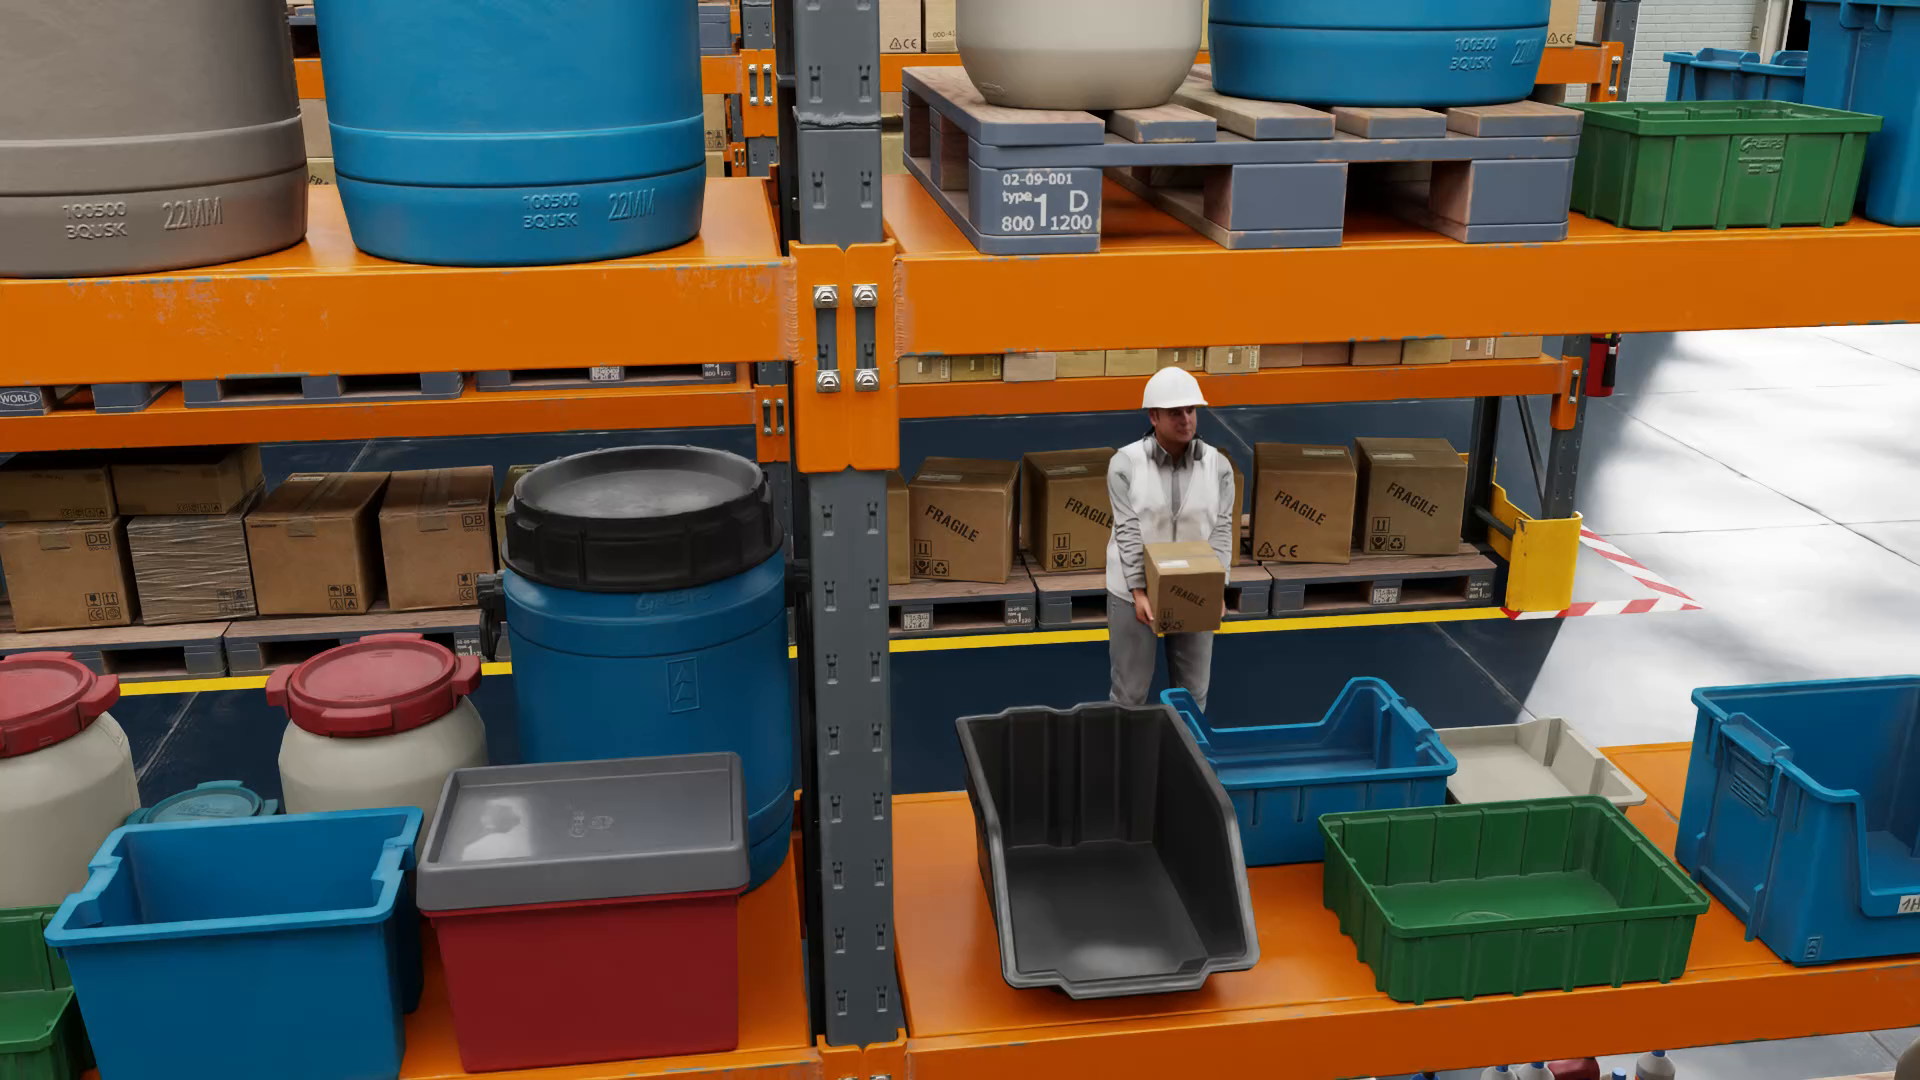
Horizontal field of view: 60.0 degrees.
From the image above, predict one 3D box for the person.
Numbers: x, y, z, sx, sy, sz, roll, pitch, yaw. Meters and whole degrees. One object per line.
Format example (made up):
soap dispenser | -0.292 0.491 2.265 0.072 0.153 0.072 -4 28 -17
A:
person | 0.817 0.235 6.392 0.495 1.768 0.554 -3 20 -7
